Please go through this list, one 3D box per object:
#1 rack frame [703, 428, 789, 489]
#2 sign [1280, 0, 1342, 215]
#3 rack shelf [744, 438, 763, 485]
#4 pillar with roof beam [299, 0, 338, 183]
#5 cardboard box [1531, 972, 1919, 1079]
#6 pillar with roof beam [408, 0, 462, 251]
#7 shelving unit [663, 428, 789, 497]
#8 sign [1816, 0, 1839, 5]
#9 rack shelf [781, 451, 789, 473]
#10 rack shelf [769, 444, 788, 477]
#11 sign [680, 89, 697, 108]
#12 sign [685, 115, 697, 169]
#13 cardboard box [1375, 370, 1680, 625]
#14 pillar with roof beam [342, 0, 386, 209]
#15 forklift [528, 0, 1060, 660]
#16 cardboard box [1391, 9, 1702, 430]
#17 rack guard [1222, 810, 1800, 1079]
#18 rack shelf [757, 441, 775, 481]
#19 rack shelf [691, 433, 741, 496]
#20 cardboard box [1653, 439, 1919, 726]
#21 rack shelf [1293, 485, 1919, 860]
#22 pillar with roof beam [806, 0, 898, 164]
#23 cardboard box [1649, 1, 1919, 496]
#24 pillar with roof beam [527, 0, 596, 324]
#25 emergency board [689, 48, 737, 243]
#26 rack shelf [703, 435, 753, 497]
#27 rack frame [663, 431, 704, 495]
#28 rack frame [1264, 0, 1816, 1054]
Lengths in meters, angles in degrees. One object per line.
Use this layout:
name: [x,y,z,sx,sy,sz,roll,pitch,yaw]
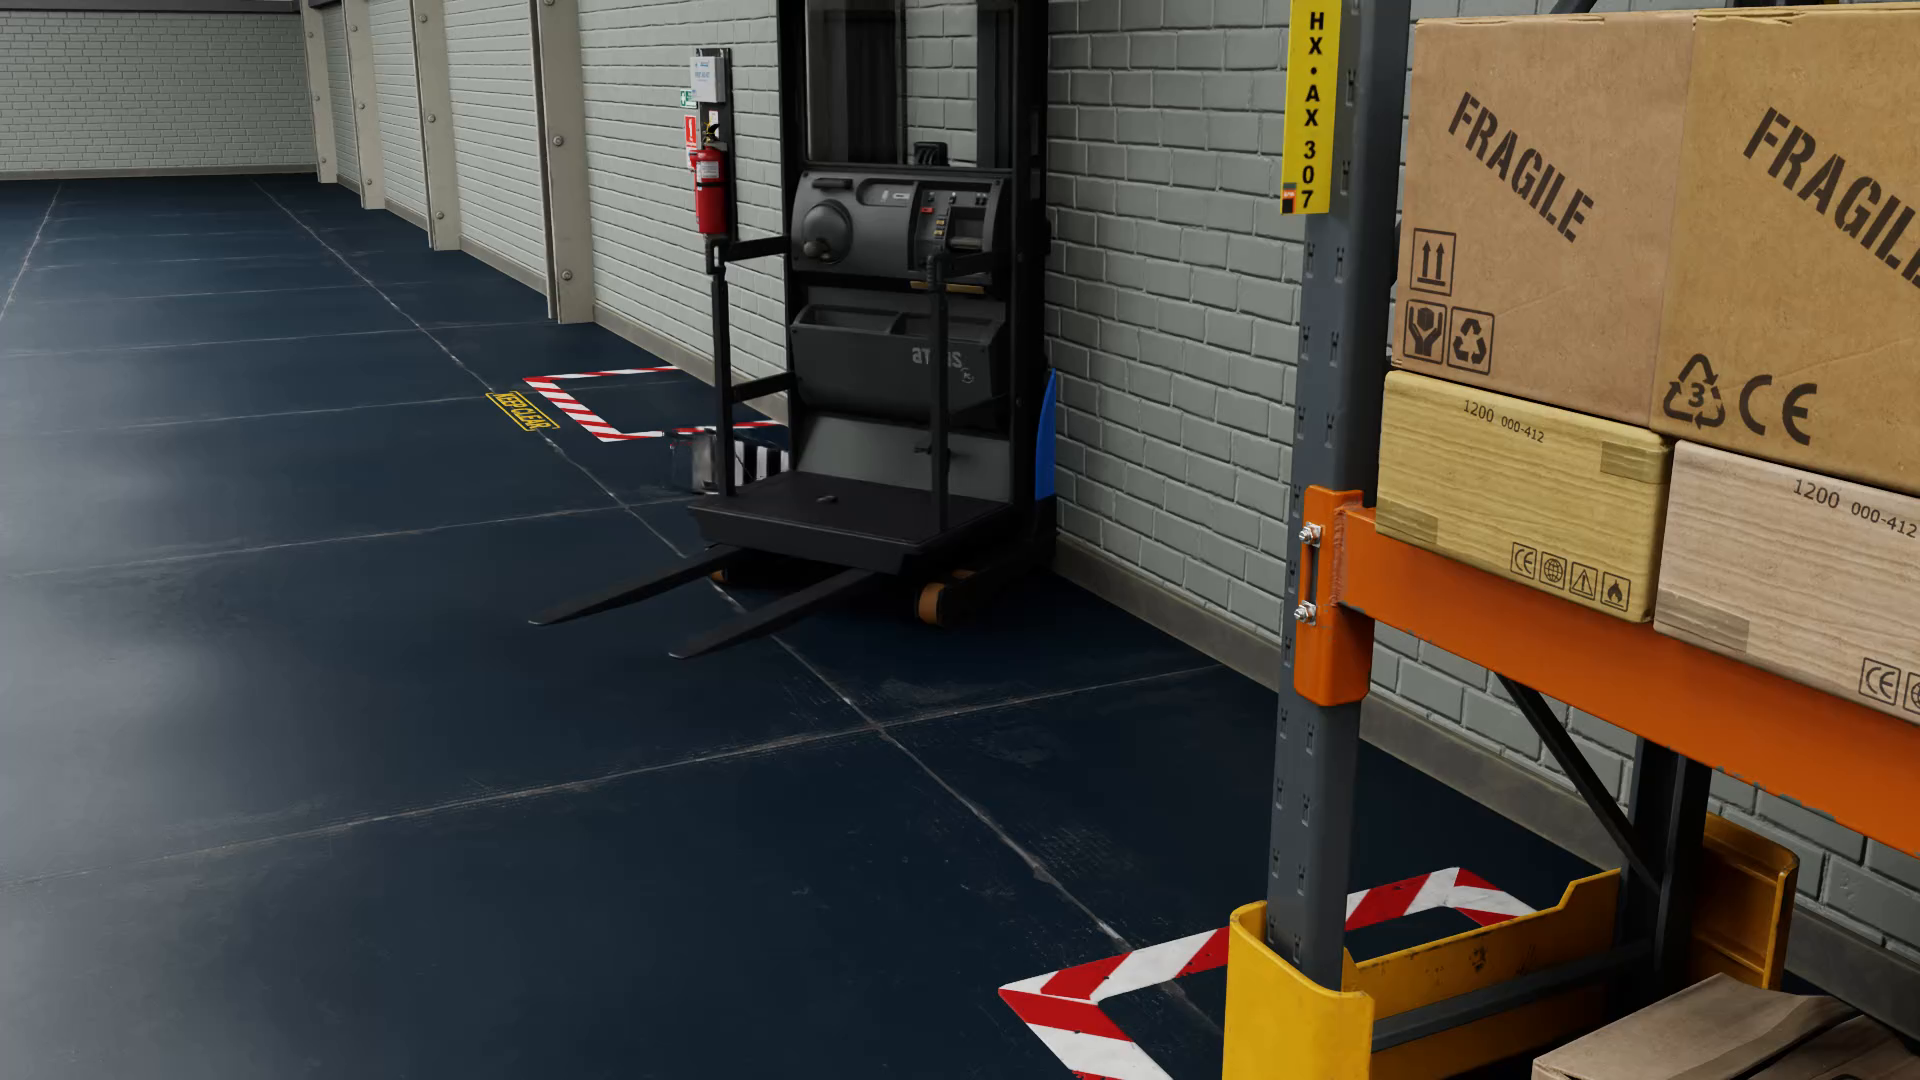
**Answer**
rack frame: [-0.832,-0.303,7.185,0.006,0.240,0.900,-2,-5,28]
sign: [0.549,-0.674,2.592,0.100,0.325,0.005,-8,18,-25]
rack shelf: [-0.948,-0.305,7.184,0.200,0.258,0.077,-2,-5,28]
pillar with roof beam: [-14.892,-10.057,25.981,9.100,9.000,0.400,-8,18,-25]
cardboard box: [1.259,0.940,2.615,0.500,0.311,0.500,-10,19,-31]
pillar with roof beam: [-9.634,-7.081,15.612,9.100,9.000,0.400,-8,18,-25]
shelving unit: [-0.921,-0.300,7.233,0.210,0.258,0.900,-2,-5,28]
sign: [1.545,-1.094,2.953,0.100,0.325,0.005,-8,18,-25]
rack shelf: [-0.820,-0.282,7.420,0.200,0.258,0.077,-2,-5,28]
rack shelf: [-0.863,-0.290,7.341,0.200,0.258,0.077,-2,-5,28]
sign: [-1.711,-2.779,10.471,0.001,0.109,0.331,-8,18,-25]
sign: [-1.705,-2.526,10.551,0.001,0.329,0.234,-8,18,-25]
cardboard box: [0.965,-0.102,2.403,0.500,0.250,0.500,-8,18,-27]
pillar with roof beam: [-12.263,-8.569,20.797,9.100,9.000,0.400,-8,18,-25]
forklift: [-0.359,-1.232,6.231,1.130,2.935,3.031,10,19,30]
cardboard box: [0.976,-0.467,2.316,0.500,0.500,0.500,-8,18,-25]
rack guard: [1.070,0.897,3.219,1.175,0.500,0.348,-8,18,-25]
rack shelf: [-0.906,-0.297,7.263,0.200,0.258,0.077,-2,-5,28]
rack shelf: [-1.033,-0.319,7.026,0.200,0.258,0.077,-2,-5,28]
cardboard box: [1.206,0.025,1.960,0.500,0.250,0.500,-8,18,-27]
rack shelf: [1.913,0.518,1.311,1.077,0.370,4.000,-8,18,-25]
pillar with roof beam: [-4.377,-4.106,5.244,9.100,9.000,0.400,-8,18,-25]
cardboard box: [1.183,-0.343,1.884,0.500,0.500,0.500,-8,18,-25]
pillar with roof beam: [-7.006,-5.593,10.428,9.100,9.000,0.400,-8,18,-25]
emergency board: [-1.556,-2.360,10.035,0.194,1.169,0.643,-8,18,-25]
rack shelf: [-0.991,-0.312,7.105,0.200,0.258,0.077,-2,-5,28]
rack frame: [-1.011,-0.297,7.281,0.006,0.240,0.900,-2,-5,28]
rack frame: [1.037,-0.324,2.940,1.000,3.000,0.127,-8,18,-25]
